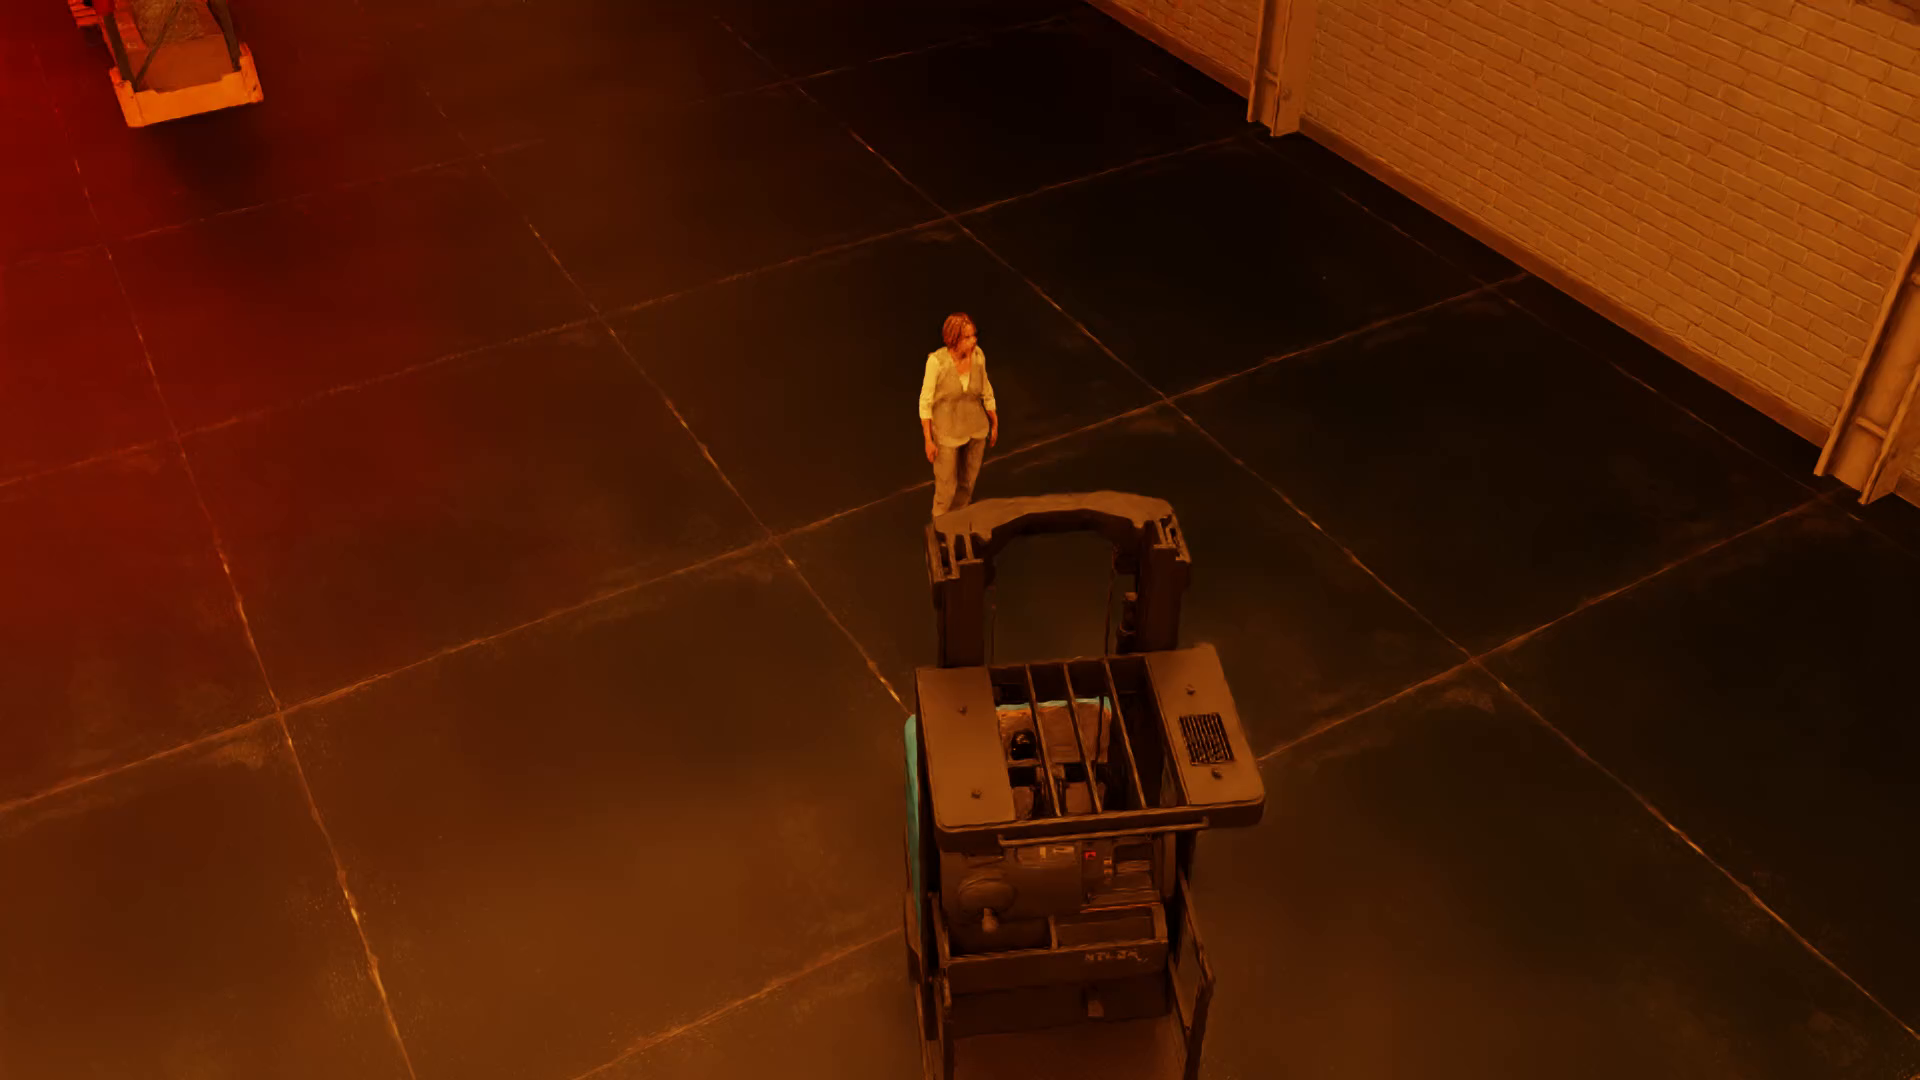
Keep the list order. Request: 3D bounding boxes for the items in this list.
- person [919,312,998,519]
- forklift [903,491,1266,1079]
[{"bbox_3d":[0.025,-0.575,9.763,0.521,1.597,0.474,-20,44,-23],"label":"person"},{"bbox_3d":[0.413,1.391,6.359,1.130,2.935,3.031,-4,40,-5],"label":"forklift"}]
